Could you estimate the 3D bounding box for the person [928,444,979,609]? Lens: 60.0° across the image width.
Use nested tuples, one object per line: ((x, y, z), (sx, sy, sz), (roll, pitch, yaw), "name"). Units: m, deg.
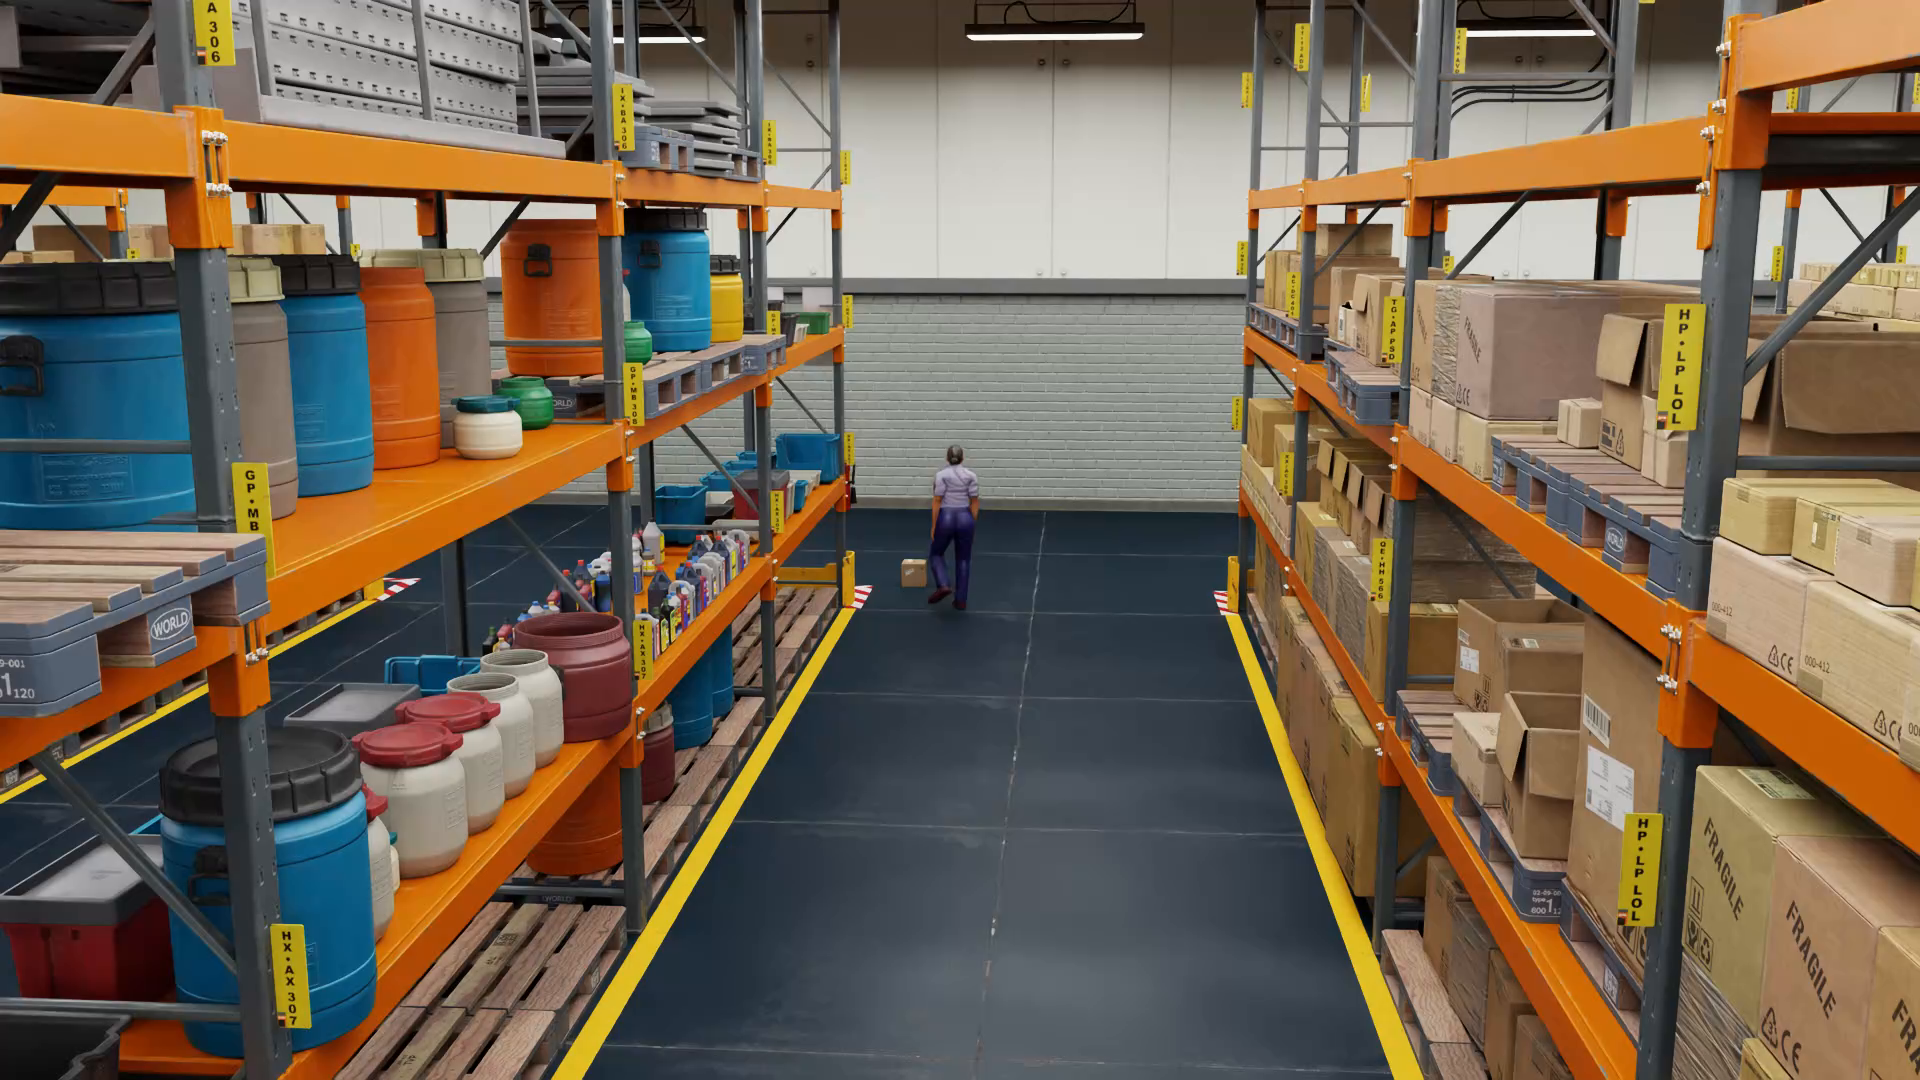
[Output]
((-0.071, -0.125, 16.622), (0.545, 1.628, 0.475), (-2, 11, -12), "person")
